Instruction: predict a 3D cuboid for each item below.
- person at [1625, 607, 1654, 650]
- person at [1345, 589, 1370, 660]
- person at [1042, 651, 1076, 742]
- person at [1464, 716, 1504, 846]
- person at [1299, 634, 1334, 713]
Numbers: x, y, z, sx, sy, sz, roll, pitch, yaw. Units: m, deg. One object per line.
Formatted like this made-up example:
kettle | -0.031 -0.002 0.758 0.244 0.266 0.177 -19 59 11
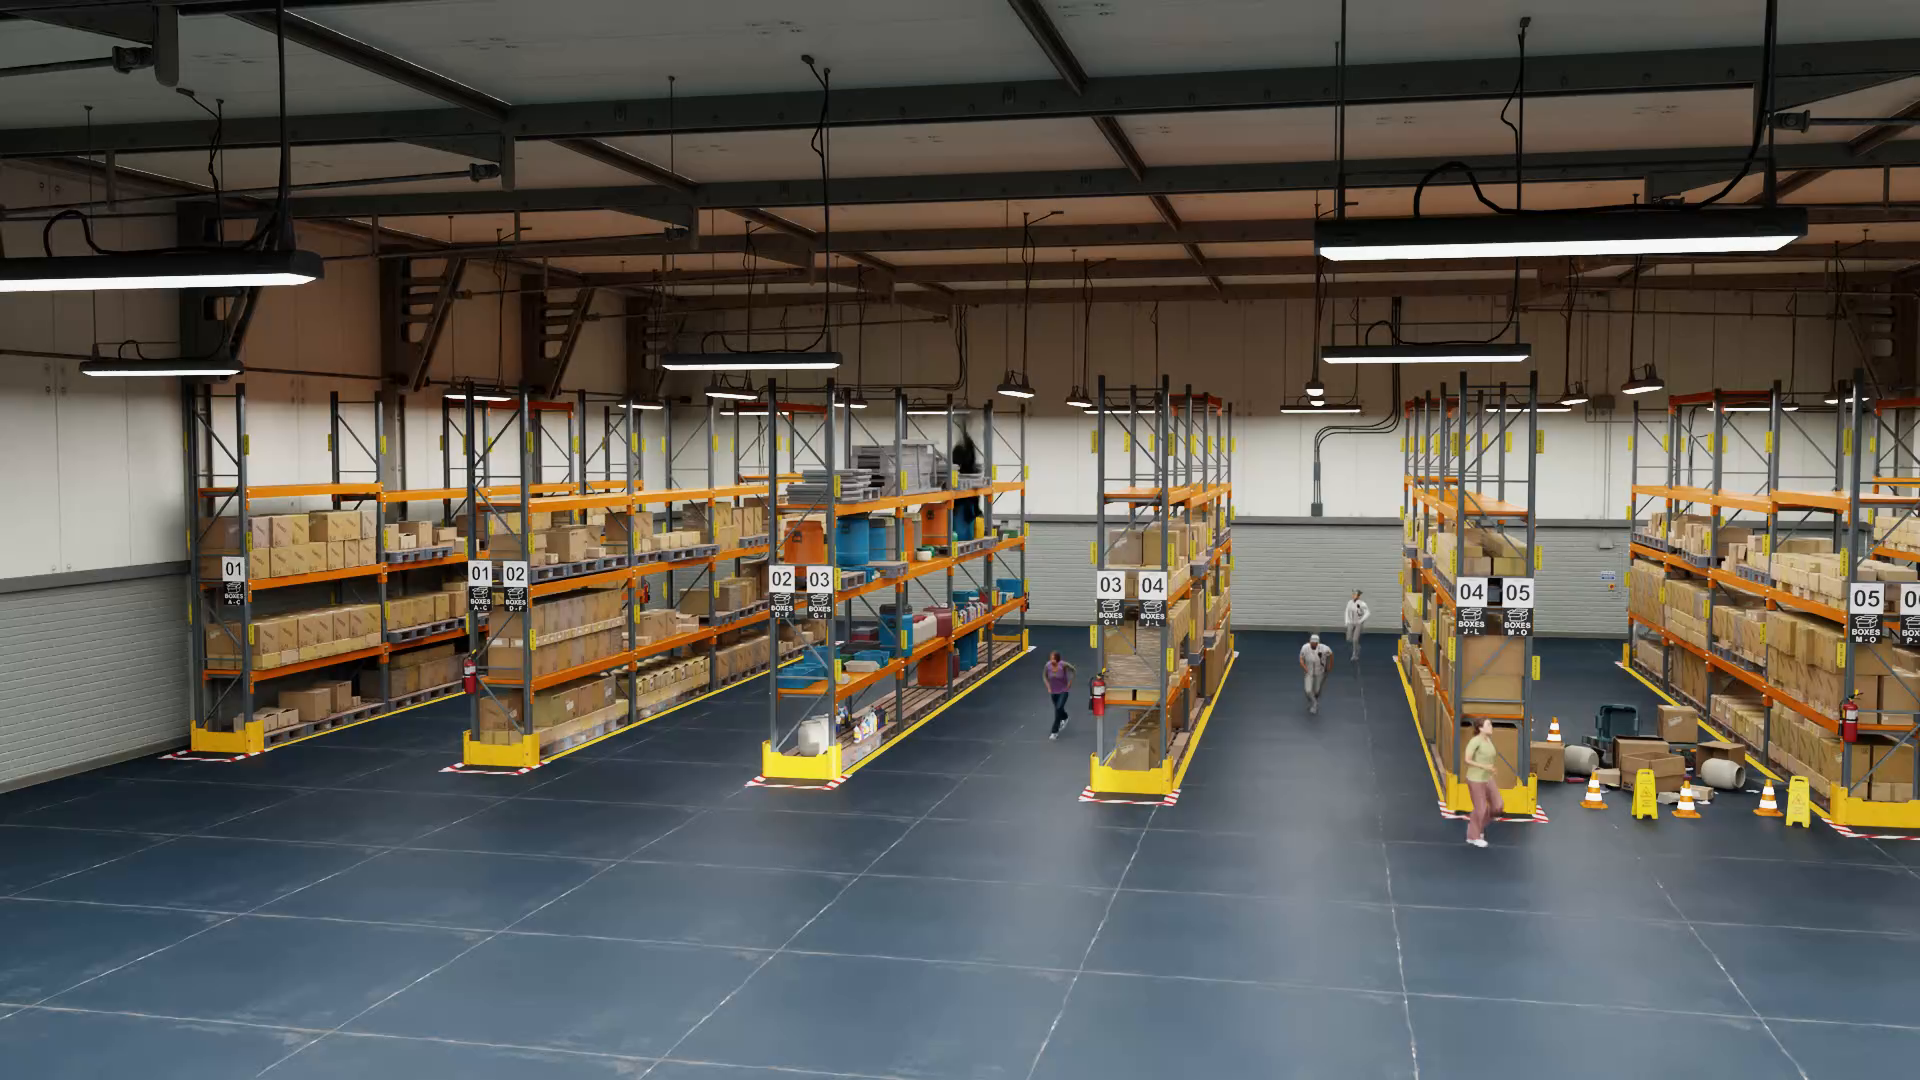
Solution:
person | 16.329 1.859 39.896 0.791 1.733 0.714 0 3 -8
person | 9.266 1.962 38.810 0.639 1.670 0.549 3 4 38
person | 1.719 2.631 28.462 0.571 1.548 0.914 1 3 16
person | 6.501 2.999 20.654 0.565 1.639 0.539 -2 4 -37
person | 6.656 2.488 31.062 0.628 1.523 0.860 1 3 15
